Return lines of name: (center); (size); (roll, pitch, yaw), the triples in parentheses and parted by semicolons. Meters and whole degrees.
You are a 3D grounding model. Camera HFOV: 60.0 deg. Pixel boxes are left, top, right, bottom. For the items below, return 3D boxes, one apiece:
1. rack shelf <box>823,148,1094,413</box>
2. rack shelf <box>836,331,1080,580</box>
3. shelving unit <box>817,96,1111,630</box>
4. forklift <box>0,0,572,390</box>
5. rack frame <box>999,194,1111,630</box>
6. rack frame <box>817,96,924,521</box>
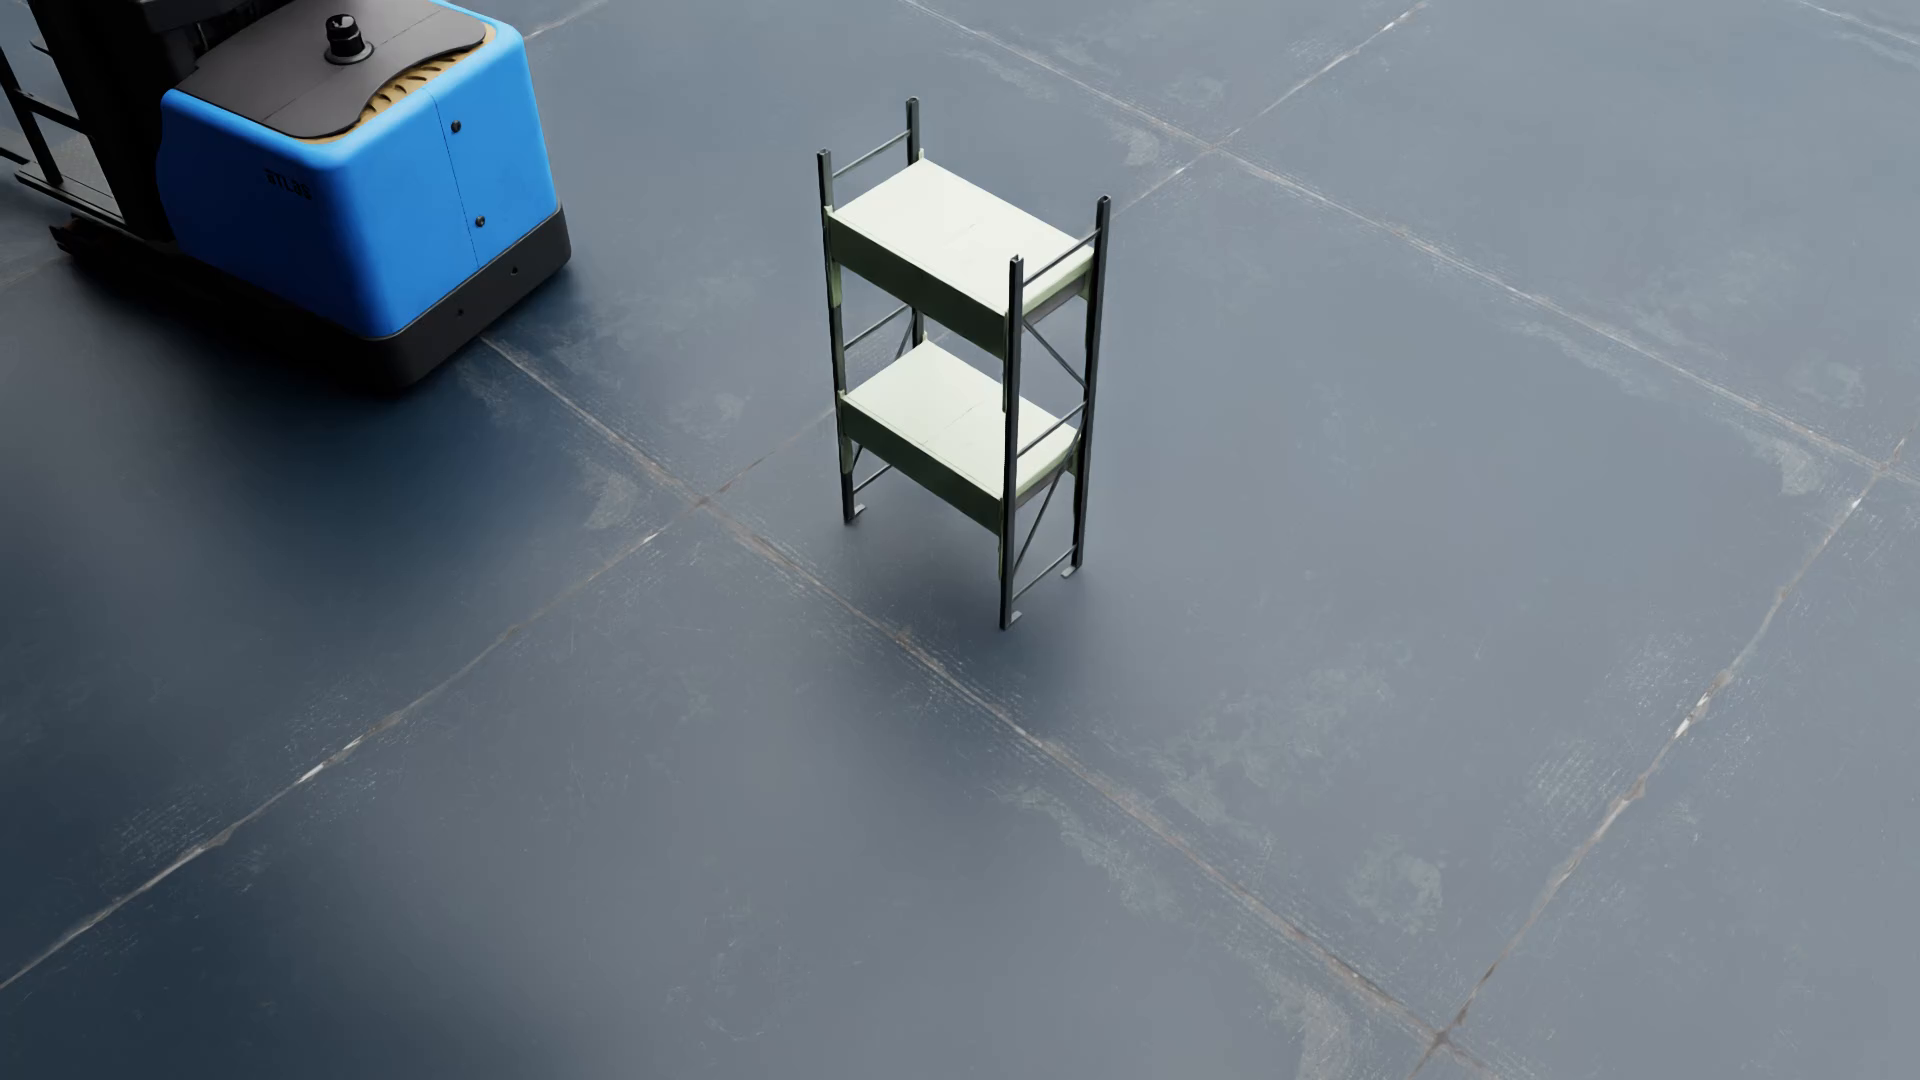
rack shelf: (0.005, -0.777, 4.916); (0.720, 0.370, 0.431); (34, 55, 28)
rack shelf: (0.005, -0.287, 5.438); (0.720, 0.370, 0.431); (34, 55, 28)
shelving unit: (0.005, -0.510, 5.200); (0.755, 1.500, 0.431); (34, 55, 28)
forklift: (-3.098, -2.383, 5.977); (3.031, 2.935, 1.130); (24, 51, 21)
rack frame: (0.274, -0.329, 5.030); (0.023, 1.500, 0.400); (34, 55, 28)
rack frame: (-0.264, -0.691, 5.370); (0.023, 1.500, 0.400); (34, 55, 28)
